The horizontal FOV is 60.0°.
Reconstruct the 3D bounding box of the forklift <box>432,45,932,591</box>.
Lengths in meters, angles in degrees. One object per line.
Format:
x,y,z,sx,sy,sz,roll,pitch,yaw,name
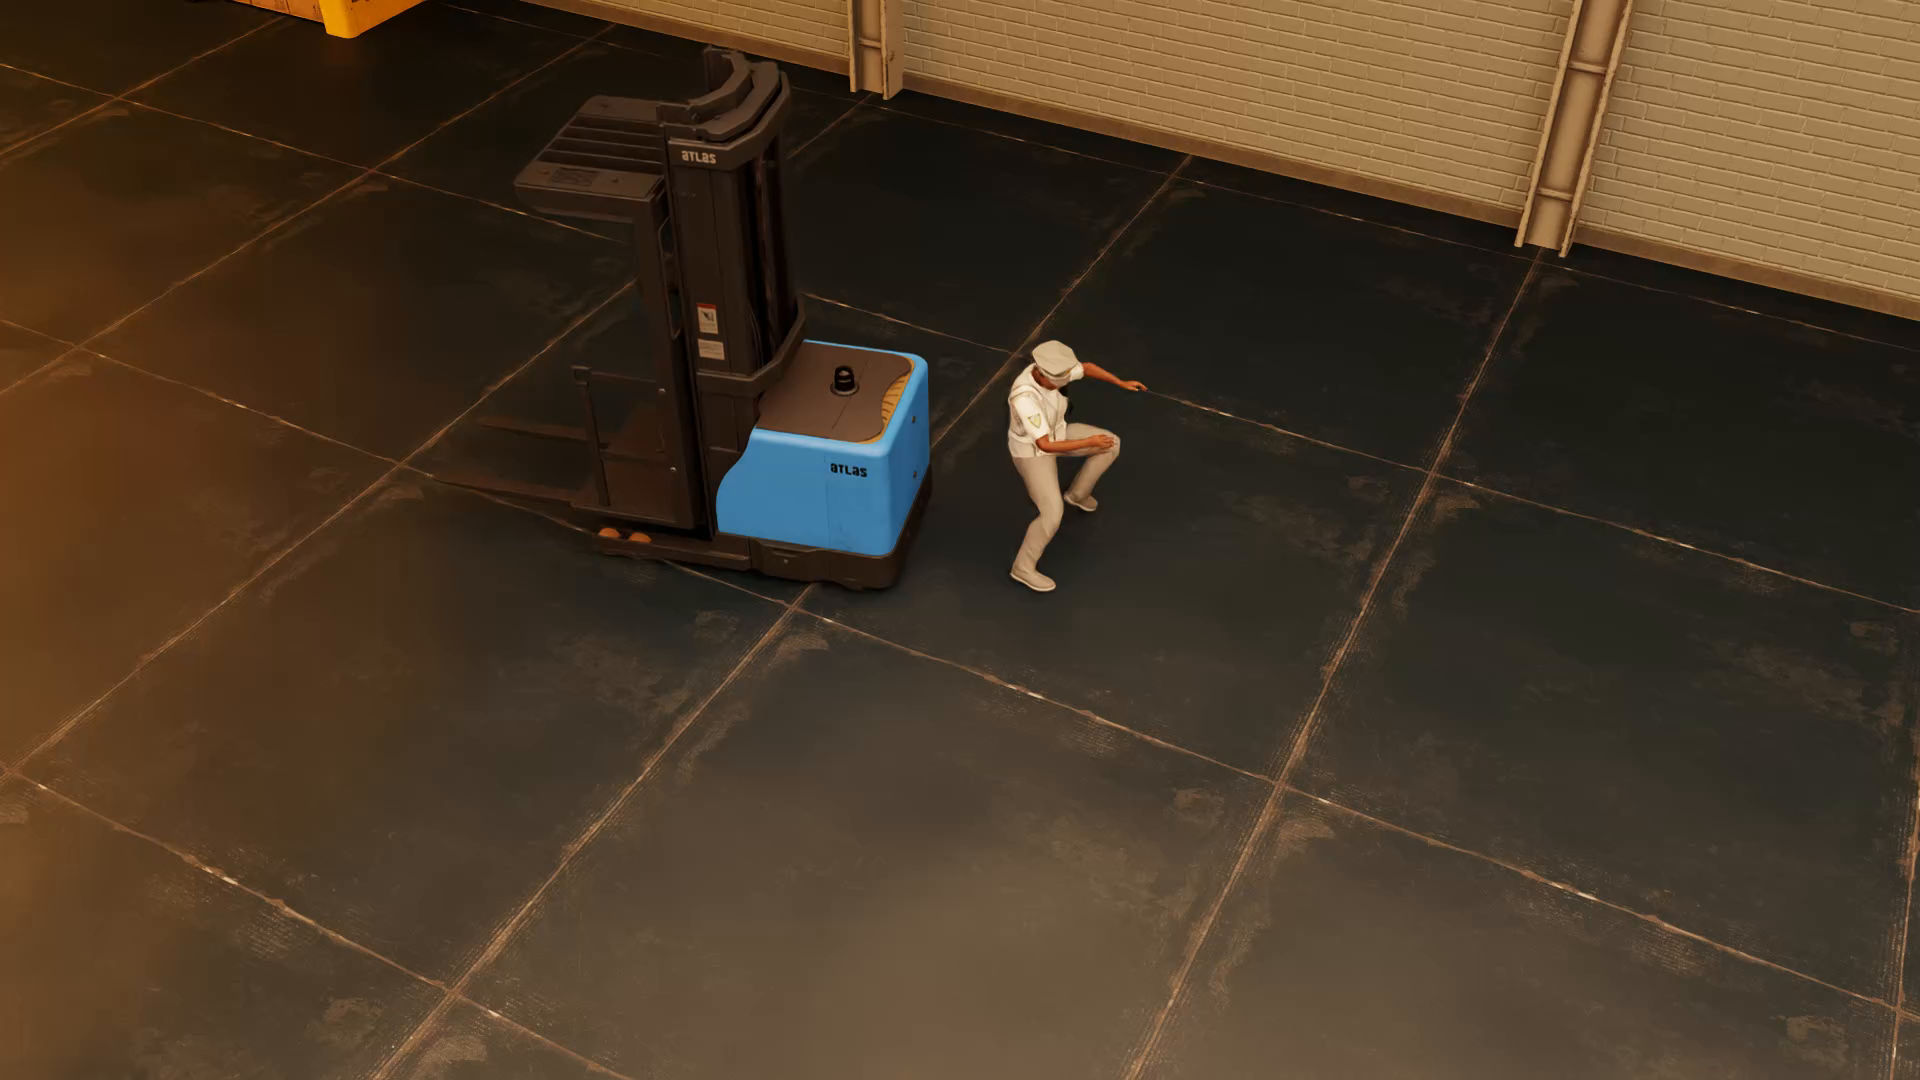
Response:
-1.750,-1.322,9.556,3.031,2.935,1.130,9,41,10,forklift

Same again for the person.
0.622,-0.520,9.779,0.739,1.409,0.927,26,46,27,person
